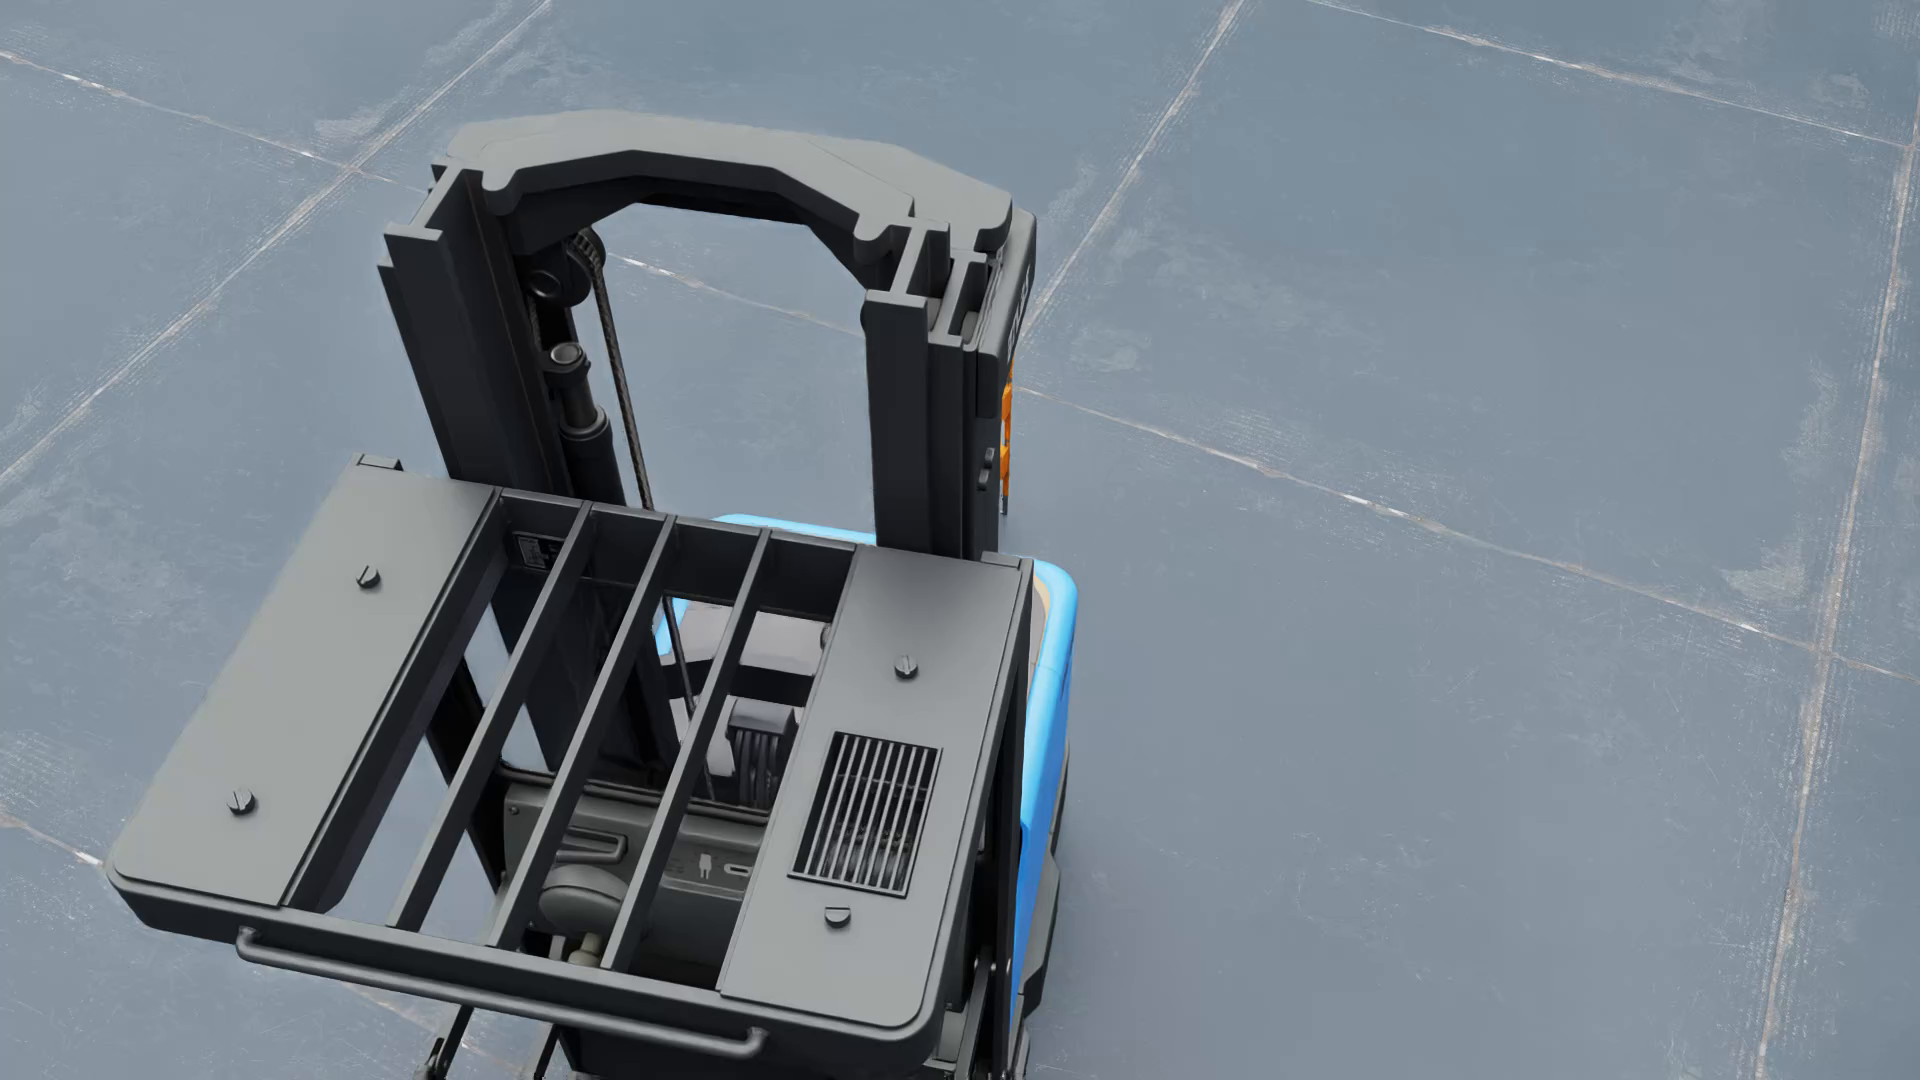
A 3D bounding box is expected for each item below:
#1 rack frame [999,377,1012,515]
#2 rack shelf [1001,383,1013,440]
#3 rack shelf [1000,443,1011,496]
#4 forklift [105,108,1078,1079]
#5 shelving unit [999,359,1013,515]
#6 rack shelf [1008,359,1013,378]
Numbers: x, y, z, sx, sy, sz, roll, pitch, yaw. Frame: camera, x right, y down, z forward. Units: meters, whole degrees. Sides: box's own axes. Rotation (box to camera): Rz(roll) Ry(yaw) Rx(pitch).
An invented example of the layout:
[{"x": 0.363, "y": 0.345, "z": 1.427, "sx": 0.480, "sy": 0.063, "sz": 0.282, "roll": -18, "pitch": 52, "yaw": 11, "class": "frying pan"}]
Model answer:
[{"x": 0.075, "y": -0.461, "z": 5.453, "sx": 0.200, "sy": 1.050, "sz": 0.008, "roll": 20, "pitch": 52, "yaw": 16, "class": "rack frame"}, {"x": 0.023, "y": -0.370, "z": 5.390, "sx": 0.215, "sy": 0.259, "sz": 0.240, "roll": 20, "pitch": 52, "yaw": 16, "class": "rack shelf"}, {"x": 0.023, "y": -0.190, "z": 5.601, "sx": 0.215, "sy": 0.259, "sz": 0.240, "roll": 20, "pitch": 52, "yaw": 16, "class": "rack shelf"}, {"x": -0.481, "y": 0.839, "z": 3.112, "sx": 1.130, "sy": 2.935, "sz": 3.031, "roll": 9, "pitch": 50, "yaw": 7, "class": "forklift"}, {"x": 0.023, "y": -0.377, "z": 5.382, "sx": 0.215, "sy": 1.050, "sz": 0.252, "roll": 20, "pitch": 52, "yaw": 16, "class": "shelving unit"}, {"x": 0.023, "y": -0.554, "z": 5.173, "sx": 0.215, "sy": 0.259, "sz": 0.240, "roll": 20, "pitch": 52, "yaw": 16, "class": "rack shelf"}]
